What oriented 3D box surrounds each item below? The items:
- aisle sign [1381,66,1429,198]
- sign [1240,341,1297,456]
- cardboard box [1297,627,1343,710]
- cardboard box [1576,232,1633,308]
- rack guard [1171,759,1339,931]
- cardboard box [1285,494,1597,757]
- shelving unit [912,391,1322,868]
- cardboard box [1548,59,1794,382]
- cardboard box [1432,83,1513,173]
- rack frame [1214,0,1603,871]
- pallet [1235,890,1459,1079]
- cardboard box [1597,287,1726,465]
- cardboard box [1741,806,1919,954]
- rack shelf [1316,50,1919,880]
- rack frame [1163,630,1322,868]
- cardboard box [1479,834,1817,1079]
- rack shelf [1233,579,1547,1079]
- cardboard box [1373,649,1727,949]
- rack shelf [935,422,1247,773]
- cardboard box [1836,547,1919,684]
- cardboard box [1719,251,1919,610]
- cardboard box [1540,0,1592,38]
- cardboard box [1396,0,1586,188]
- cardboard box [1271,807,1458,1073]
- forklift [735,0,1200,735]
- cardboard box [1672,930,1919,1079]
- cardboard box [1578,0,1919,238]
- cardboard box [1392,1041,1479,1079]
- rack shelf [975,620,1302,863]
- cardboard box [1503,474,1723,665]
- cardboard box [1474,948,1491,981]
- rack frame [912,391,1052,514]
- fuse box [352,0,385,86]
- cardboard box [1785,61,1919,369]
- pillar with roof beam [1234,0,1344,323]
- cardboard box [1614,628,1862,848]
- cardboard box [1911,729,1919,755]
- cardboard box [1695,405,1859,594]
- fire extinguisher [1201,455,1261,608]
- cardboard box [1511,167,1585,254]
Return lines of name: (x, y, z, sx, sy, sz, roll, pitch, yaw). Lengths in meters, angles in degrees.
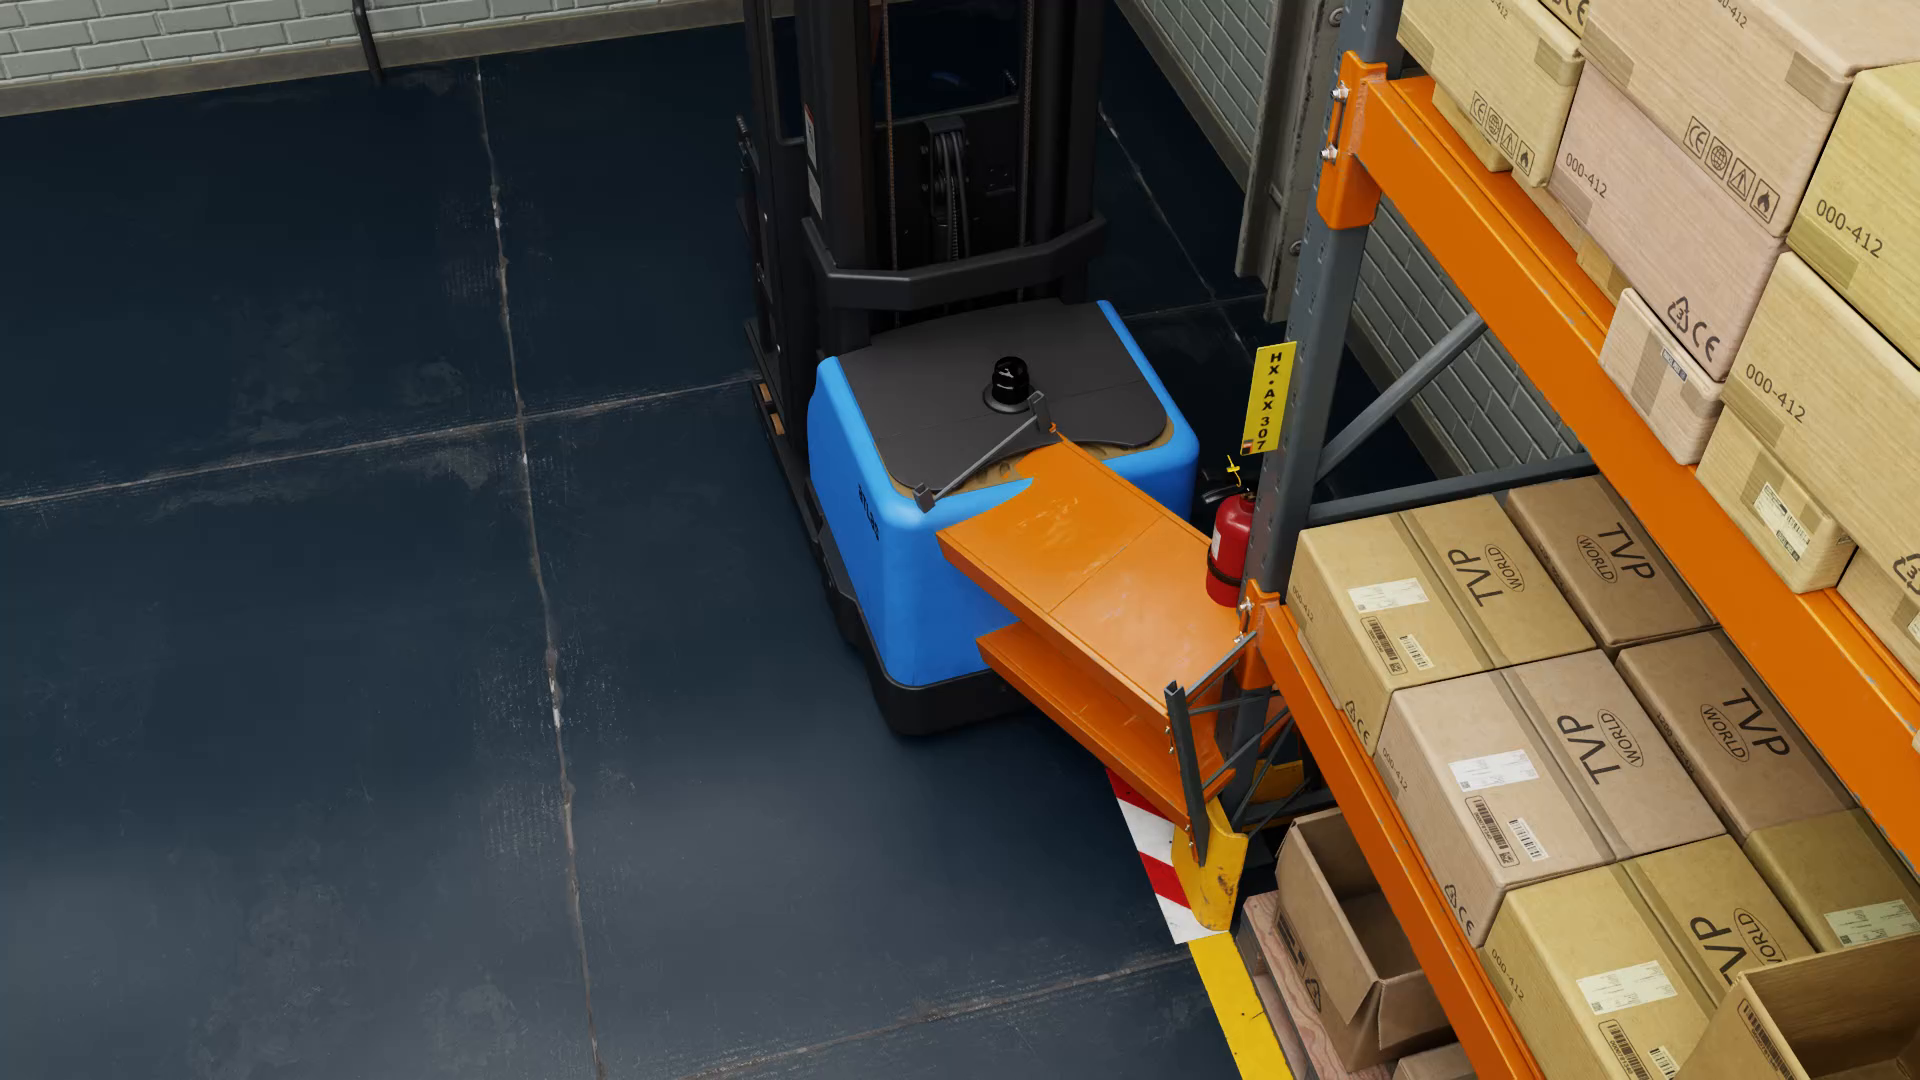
aisle sign: (0.941, -1.025, 3.334, 0.394, 0.787, 0.004, -11, 47, -10)
sign: (0.718, -0.326, 3.863, 0.100, 0.325, 0.005, -11, 47, -10)
cardboard box: (1.061, 0.243, 4.087, 0.380, 0.149, 0.250, -11, 47, -11)
cardboard box: (1.241, -0.465, 2.681, 0.380, 0.149, 0.250, -11, 47, -10)
rack guard: (1.262, 0.806, 5.111, 1.175, 0.500, 0.348, -11, 47, -10)
cardboard box: (1.098, 0.189, 3.861, 0.500, 0.250, 0.500, -10, 47, -10)
shelving unit: (0.496, 0.316, 4.993, 0.538, 1.125, 1.048, -39, 53, -17)
cardboard box: (1.242, -0.520, 2.456, 0.500, 0.250, 0.500, -10, 46, -10)
cardboard box: (1.099, -0.821, 3.030, 0.380, 0.149, 0.250, -10, 46, -9)
rack frame: (1.243, -0.122, 4.269, 1.000, 3.000, 0.127, -11, 47, -10)
pallet: (1.467, 1.457, 4.675, 1.003, 0.211, 1.213, -11, 47, -10)
cardboard box: (1.205, -0.274, 2.494, 0.380, 0.149, 0.250, -10, 46, -9)
cardboard box: (1.870, 0.795, 3.268, 0.500, 0.250, 0.500, -9, 46, -9)
rack shelf: (1.755, 0.461, 2.102, 1.077, 0.370, 4.000, -11, 47, -10)
rack frame: (0.822, 0.575, 4.702, 0.500, 1.125, 0.032, -39, 53, -17)
cardboard box: (1.361, 0.886, 3.178, 0.500, 0.250, 0.500, -12, 47, -11)
rack shelf: (1.755, 1.511, 3.173, 1.077, 0.370, 4.000, -11, 47, -10)
cardboard box: (1.228, 0.537, 3.520, 0.500, 0.250, 0.500, -10, 46, -10)
rack shelf: (0.437, 0.138, 4.769, 0.538, 0.278, 1.000, -39, 53, -17)
cardboard box: (1.402, 0.065, 2.162, 0.380, 0.149, 0.250, -11, 47, -11)
cardboard box: (1.361, -0.164, 2.107, 0.500, 0.250, 0.500, -12, 47, -12)
cardboard box: (1.113, -1.046, 2.621, 0.500, 0.250, 0.500, -11, 47, -11)
cardboard box: (1.092, -0.867, 2.796, 0.500, 0.250, 0.500, -11, 47, -11)
cardboard box: (1.308, 1.045, 4.580, 0.797, 0.503, 0.637, -12, 47, -12)
forklift: (-0.199, -1.451, 5.620, 1.130, 2.935, 3.031, -13, 47, -13)
cardboard box: (1.483, 0.962, 2.579, 0.500, 0.500, 0.500, -10, 46, -9)
cardboard box: (1.225, -0.691, 2.274, 0.500, 0.250, 0.500, -11, 47, -11)
cardboard box: (1.379, 1.469, 4.412, 0.380, 0.149, 0.250, -12, 47, -12)
rack shelf: (0.545, 0.465, 5.181, 0.538, 0.278, 1.000, -39, 53, -17)
cardboard box: (1.617, 0.096, 3.953, 0.500, 0.250, 0.500, -9, 46, -9)
cardboard box: (1.278, 0.771, 3.570, 0.380, 0.149, 0.250, -9, 46, -9)
rack frame: (0.170, 0.058, 5.285, 0.500, 1.125, 0.032, -39, 53, -17)
fuse box: (-2.953, -2.933, 7.926, 0.539, 1.711, 0.414, -11, 47, -10)
cardboard box: (1.367, -0.347, 1.936, 0.500, 0.250, 0.500, -11, 47, -11)
pillar with roof beam: (-2.738, -3.461, 3.341, 9.100, 9.000, 0.400, -11, 47, -10)
cardboard box: (1.748, 0.452, 3.604, 0.500, 0.250, 0.500, -11, 47, -10)
cardboard box: (1.398, 0.255, 1.976, 0.380, 0.149, 0.250, -11, 47, -10)
cardboard box: (1.279, -0.094, 2.318, 0.380, 0.149, 0.250, -11, 47, -10)
fire extinguisher: (0.758, 0.019, 4.447, 0.296, 0.674, 0.183, -11, 47, -10)
cardboard box: (1.192, -0.645, 2.858, 0.380, 0.149, 0.250, -10, 46, -10)
